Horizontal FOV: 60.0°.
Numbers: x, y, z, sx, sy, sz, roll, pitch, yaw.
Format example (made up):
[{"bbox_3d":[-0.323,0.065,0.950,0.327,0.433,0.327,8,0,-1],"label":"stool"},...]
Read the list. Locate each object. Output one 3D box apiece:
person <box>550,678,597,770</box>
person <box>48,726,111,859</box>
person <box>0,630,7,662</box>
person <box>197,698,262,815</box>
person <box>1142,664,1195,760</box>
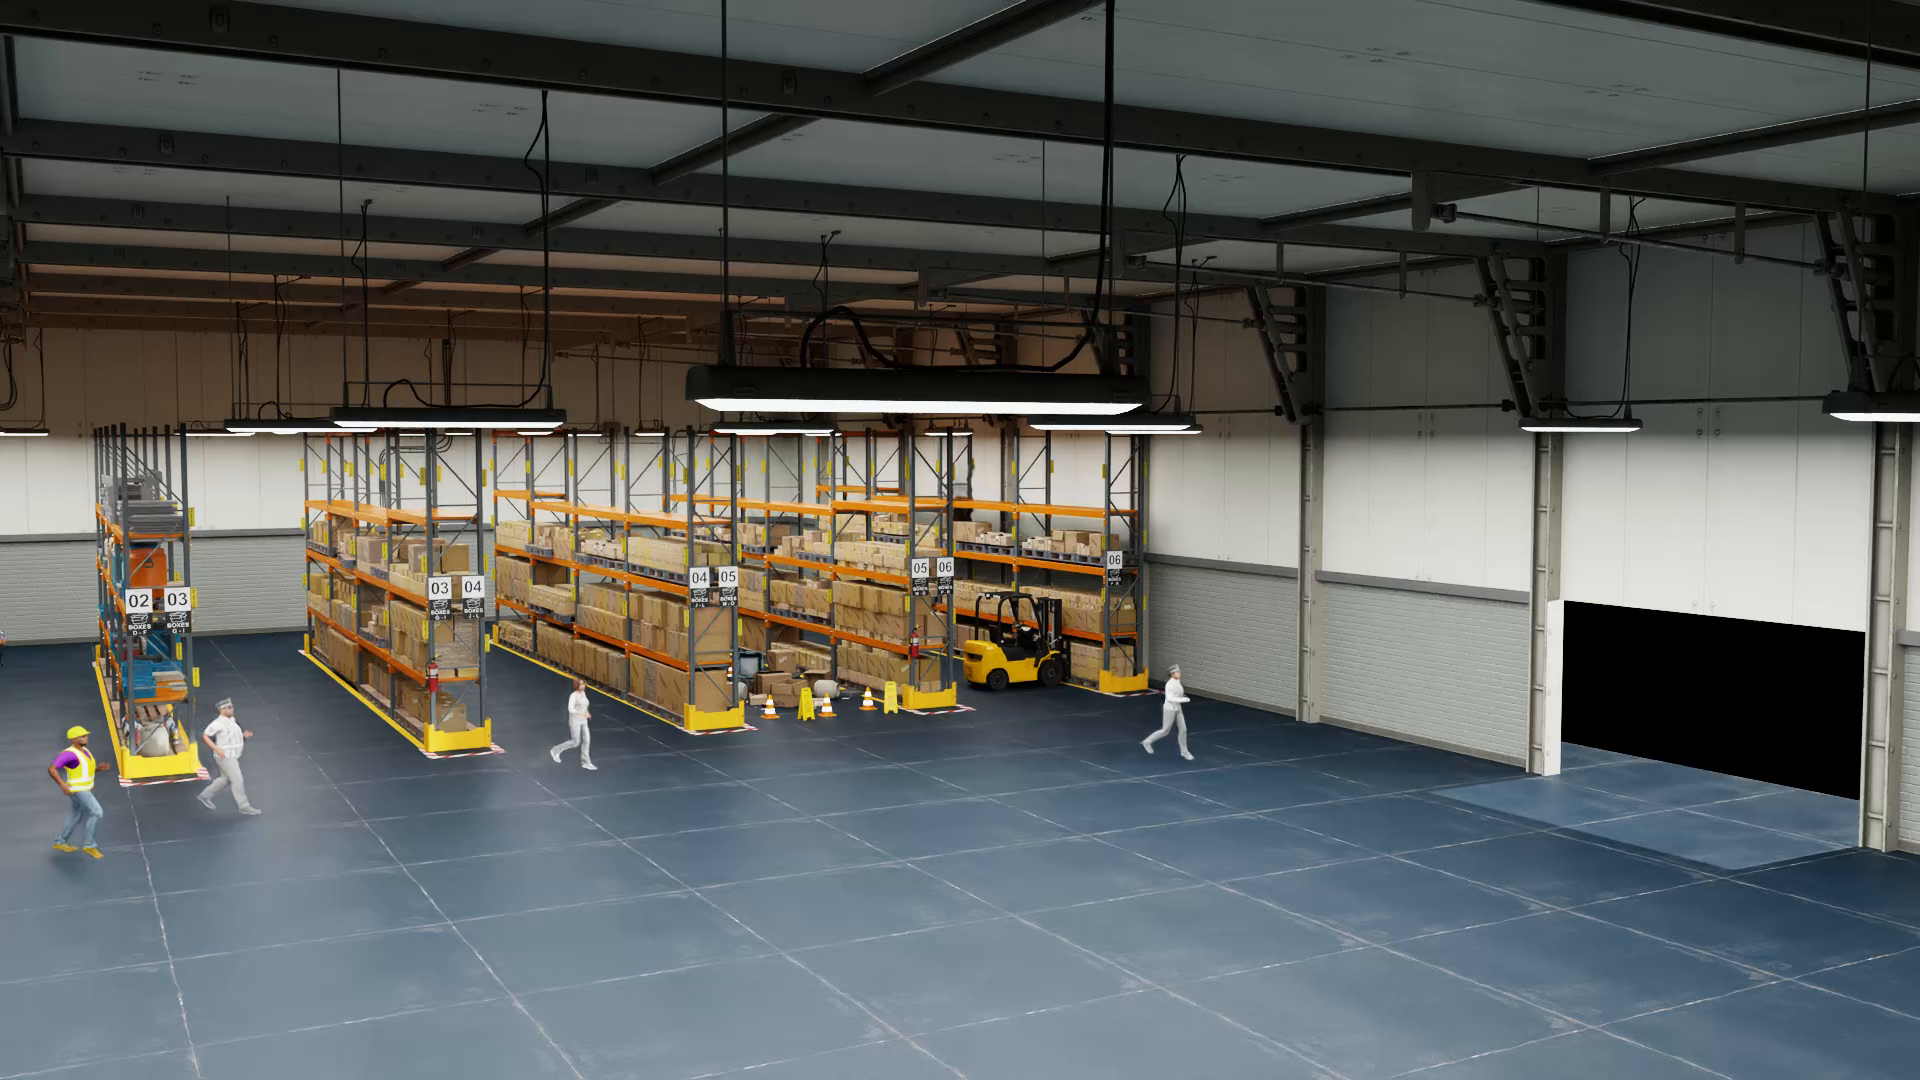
[{"bbox_3d":[-6.689,3.192,28.892,0.806,1.595,0.548,1,4,14],"label":"person"},{"bbox_3d":[-12.041,3.462,22.761,0.770,1.831,0.672,-1,4,-14],"label":"person"},{"bbox_3d":[-21.897,2.614,37.609,0.580,1.693,0.838,-3,4,-38],"label":"person"},{"bbox_3d":[-11.123,3.281,25.279,0.968,1.770,0.663,0,3,-5],"label":"person"},{"bbox_3d":[3.785,3.070,29.811,0.890,1.717,0.622,2,4,27],"label":"person"}]
